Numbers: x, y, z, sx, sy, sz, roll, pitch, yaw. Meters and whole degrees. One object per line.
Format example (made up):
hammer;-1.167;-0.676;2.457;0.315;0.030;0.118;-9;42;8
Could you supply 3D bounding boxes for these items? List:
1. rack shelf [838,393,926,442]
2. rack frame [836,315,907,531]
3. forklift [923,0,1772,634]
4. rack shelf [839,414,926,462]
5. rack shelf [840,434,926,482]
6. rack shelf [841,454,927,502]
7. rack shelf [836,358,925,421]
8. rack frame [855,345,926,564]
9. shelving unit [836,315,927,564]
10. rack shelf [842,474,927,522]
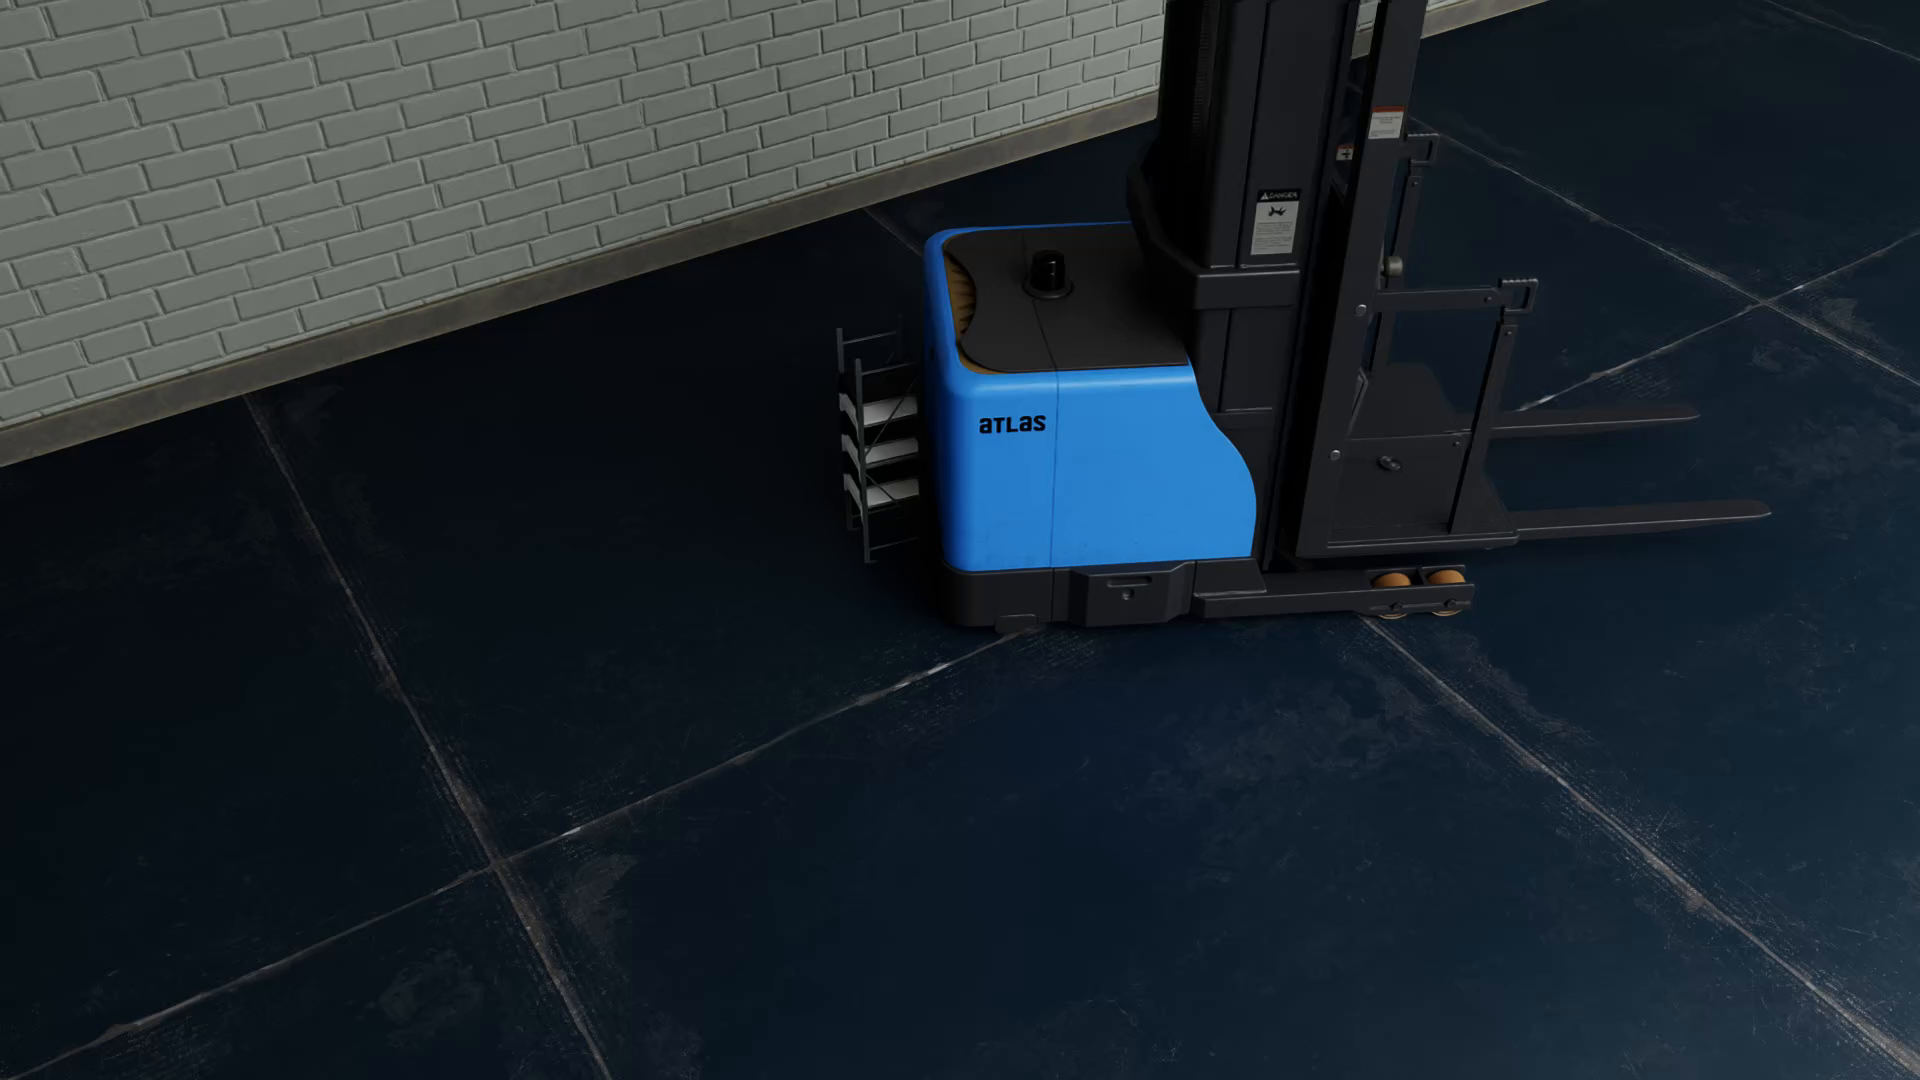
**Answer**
rack shelf;-0.277;-0.459;5.869;0.258;0.077;0.200;-14;42;-16
rack frame;-0.314;-0.407;6.036;0.240;0.900;0.006;-14;42;-16
forklift;1.403;-1.181;5.378;3.031;2.935;1.130;-3;40;-4
rack shelf;-0.277;-0.390;5.927;0.258;0.077;0.200;-14;42;-16
rack shelf;-0.277;-0.321;5.984;0.258;0.077;0.200;-14;42;-16
rack shelf;-0.277;-0.252;6.042;0.258;0.077;0.200;-14;42;-16
rack shelf;-0.277;-0.528;5.812;0.258;0.077;0.200;-14;42;-16
rack frame;-0.240;-0.286;5.890;0.240;0.900;0.006;-14;42;-16
shelving unit;-0.277;-0.347;5.963;0.258;0.900;0.210;-14;42;-16
rack shelf;-0.277;-0.183;6.100;0.258;0.077;0.200;-14;42;-16
